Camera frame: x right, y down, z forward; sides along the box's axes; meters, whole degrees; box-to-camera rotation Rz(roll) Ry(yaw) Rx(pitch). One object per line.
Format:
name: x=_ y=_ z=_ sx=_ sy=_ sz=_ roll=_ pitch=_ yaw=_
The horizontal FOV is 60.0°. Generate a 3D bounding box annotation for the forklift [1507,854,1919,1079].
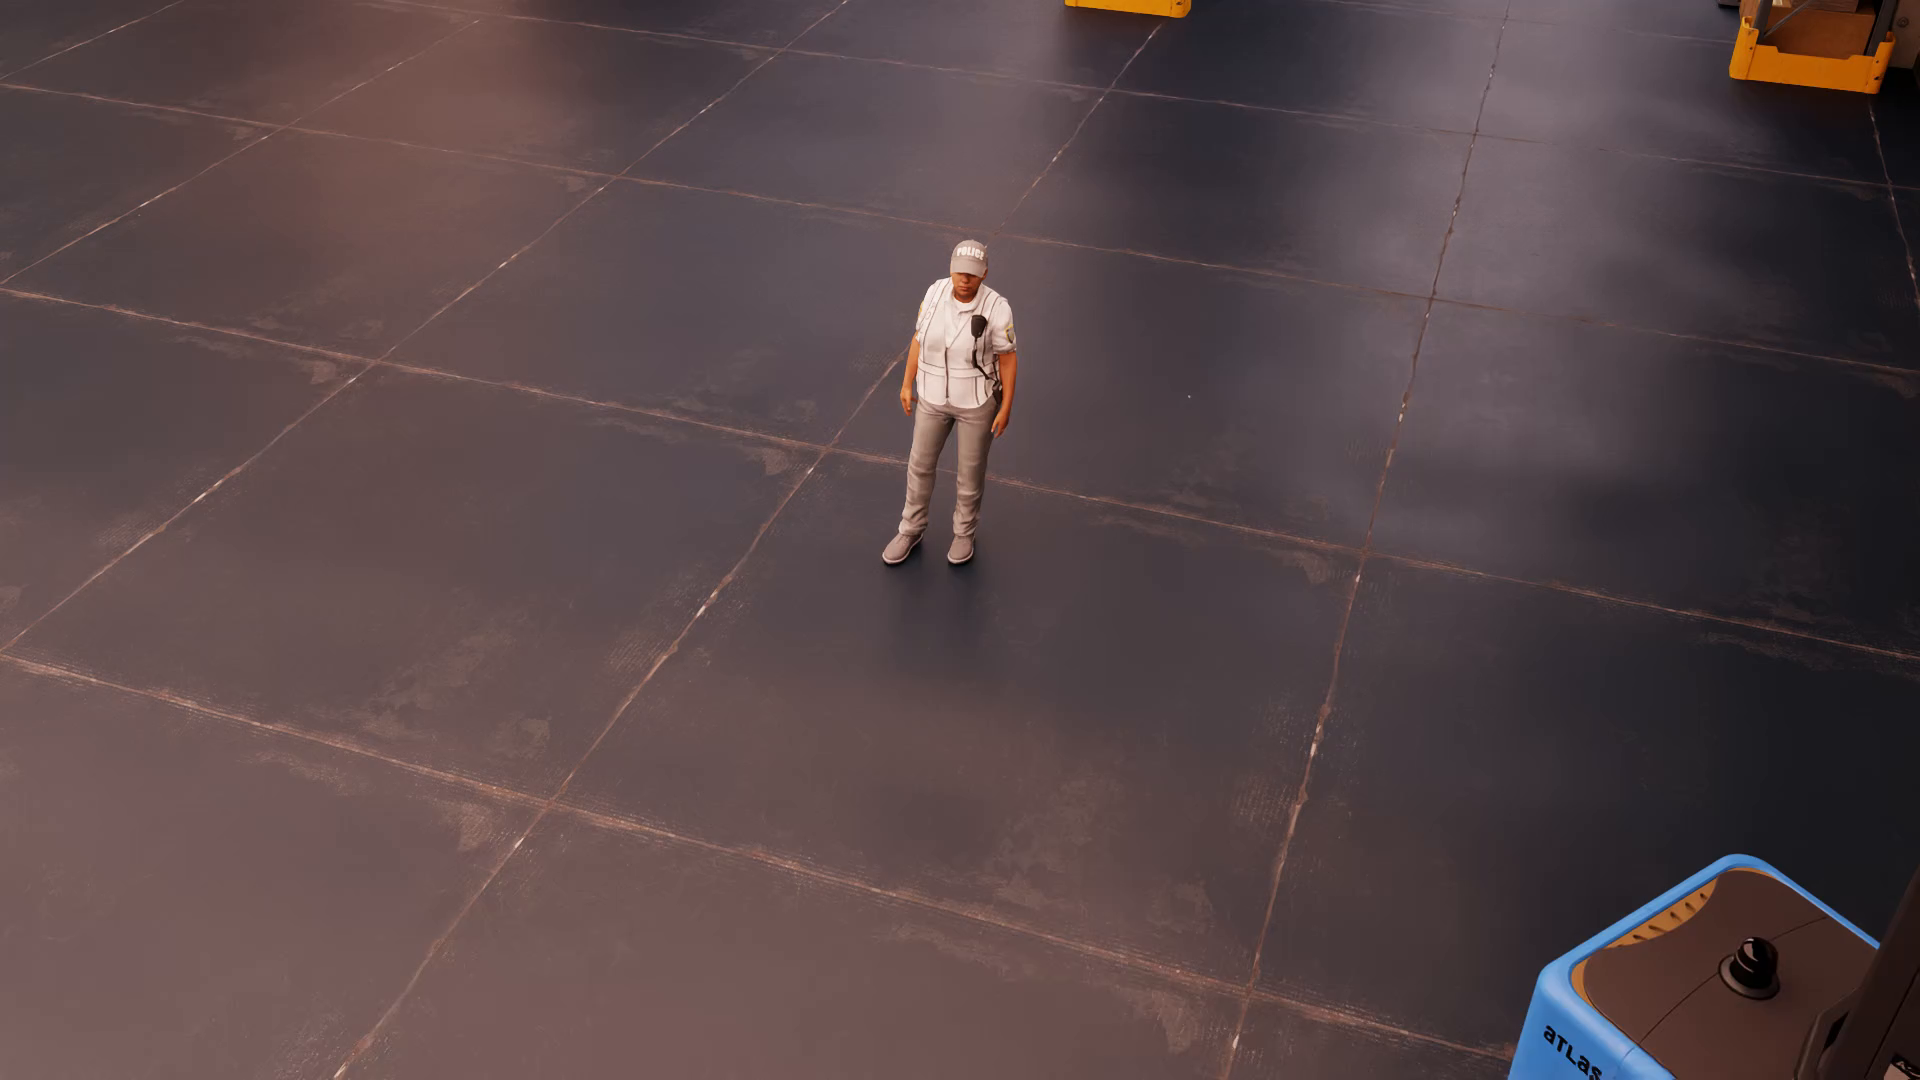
forklift: x=2.931 y=1.542 z=3.936 sx=1.130 sy=2.935 sz=3.031 roll=-20 pitch=40 yaw=-26

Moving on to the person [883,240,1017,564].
person: x=-0.047 y=-0.649 z=8.106 sx=0.598 sy=1.670 sz=0.529 roll=12 pitch=37 yaw=16
